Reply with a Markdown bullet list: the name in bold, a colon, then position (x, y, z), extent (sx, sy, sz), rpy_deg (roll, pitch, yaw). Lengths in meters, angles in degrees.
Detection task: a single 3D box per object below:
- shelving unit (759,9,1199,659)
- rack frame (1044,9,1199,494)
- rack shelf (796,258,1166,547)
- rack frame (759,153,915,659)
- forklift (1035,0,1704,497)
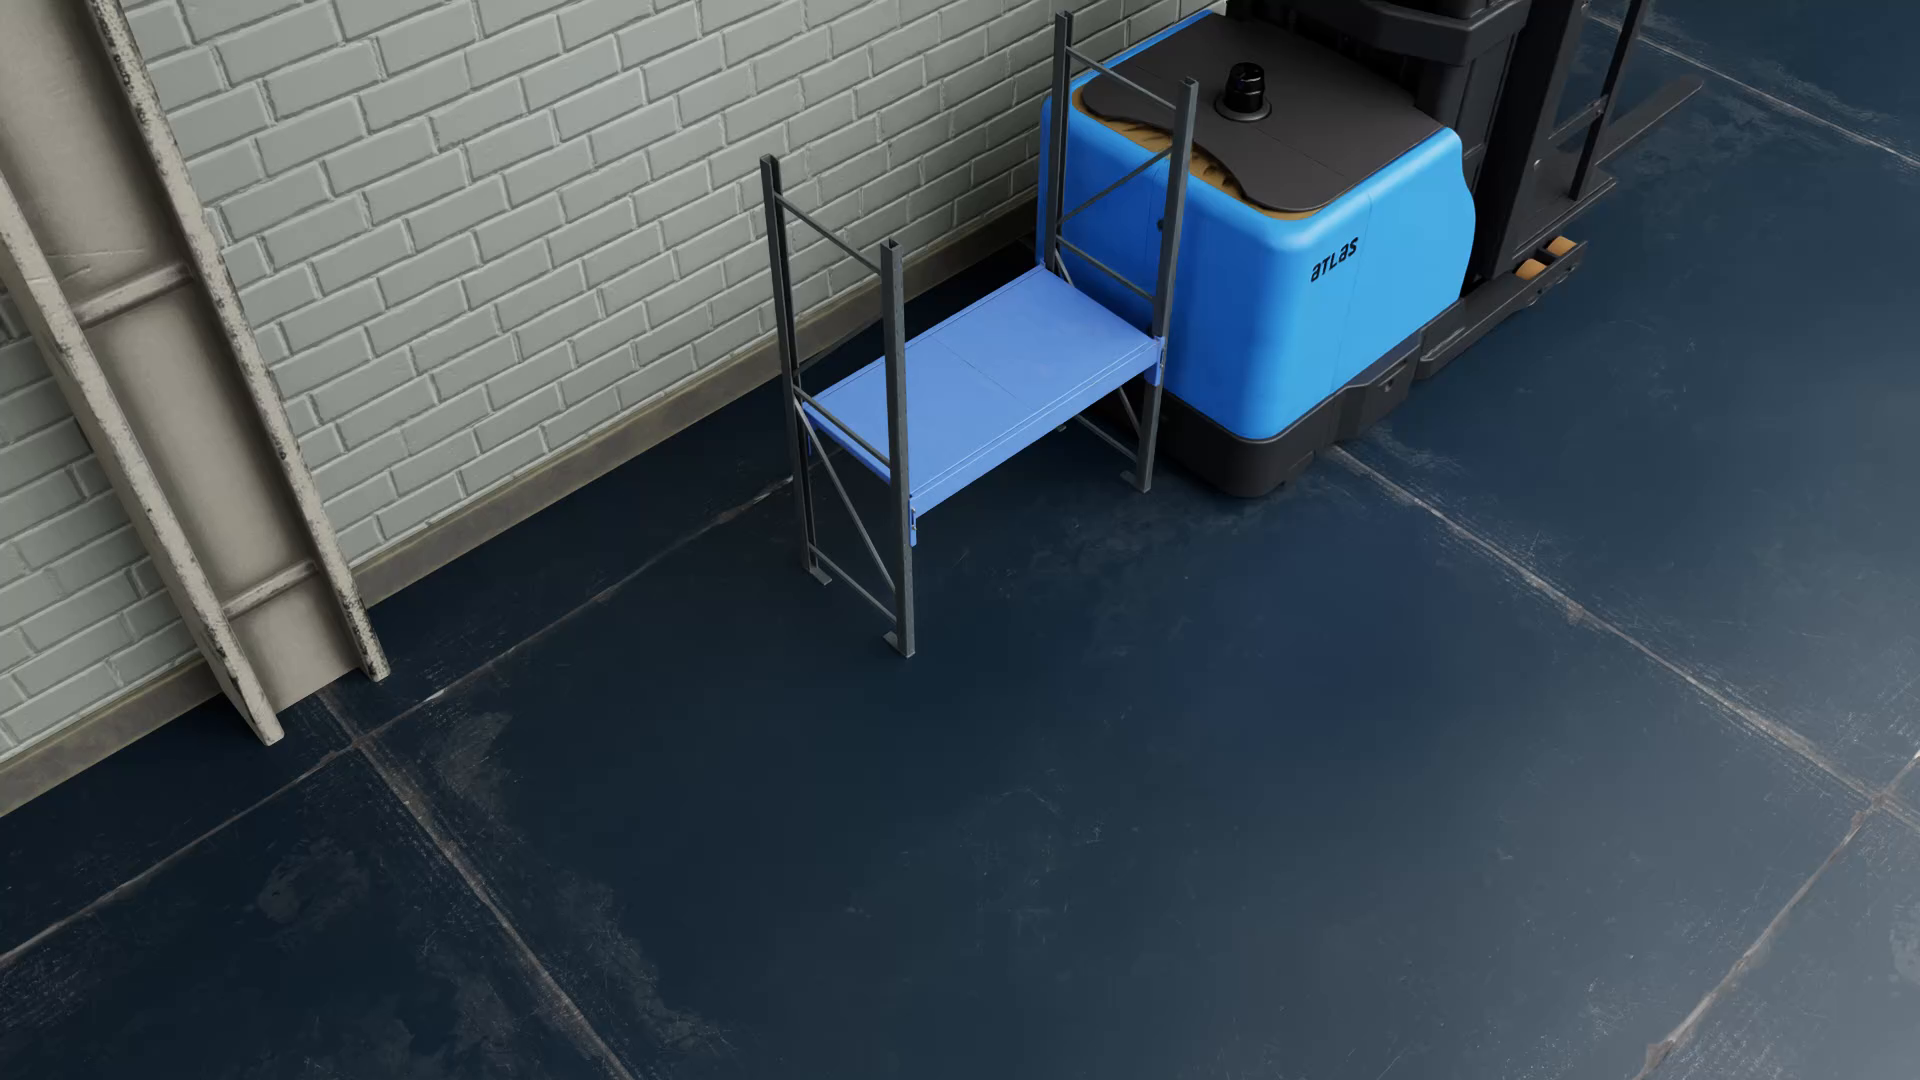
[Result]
- **shelving unit**: position (0.063, -0.551, 4.738), extent (1.048, 1.500, 0.538), rpy_deg (-34, 56, -27)
- **rack frame**: position (0.439, -0.802, 4.970), extent (0.032, 1.500, 0.500), rpy_deg (-34, 56, -27)
- **rack shelf**: position (0.063, -0.429, 4.870), extent (1.000, 0.185, 0.538), rpy_deg (-34, 56, -27)
- **rack frame**: position (-0.313, -0.299, 4.506), extent (0.032, 1.500, 0.500), rpy_deg (-34, 56, -27)
- **forklift**: position (1.647, -2.092, 5.186), extent (3.031, 2.935, 1.130), rpy_deg (-35, 56, -28)
